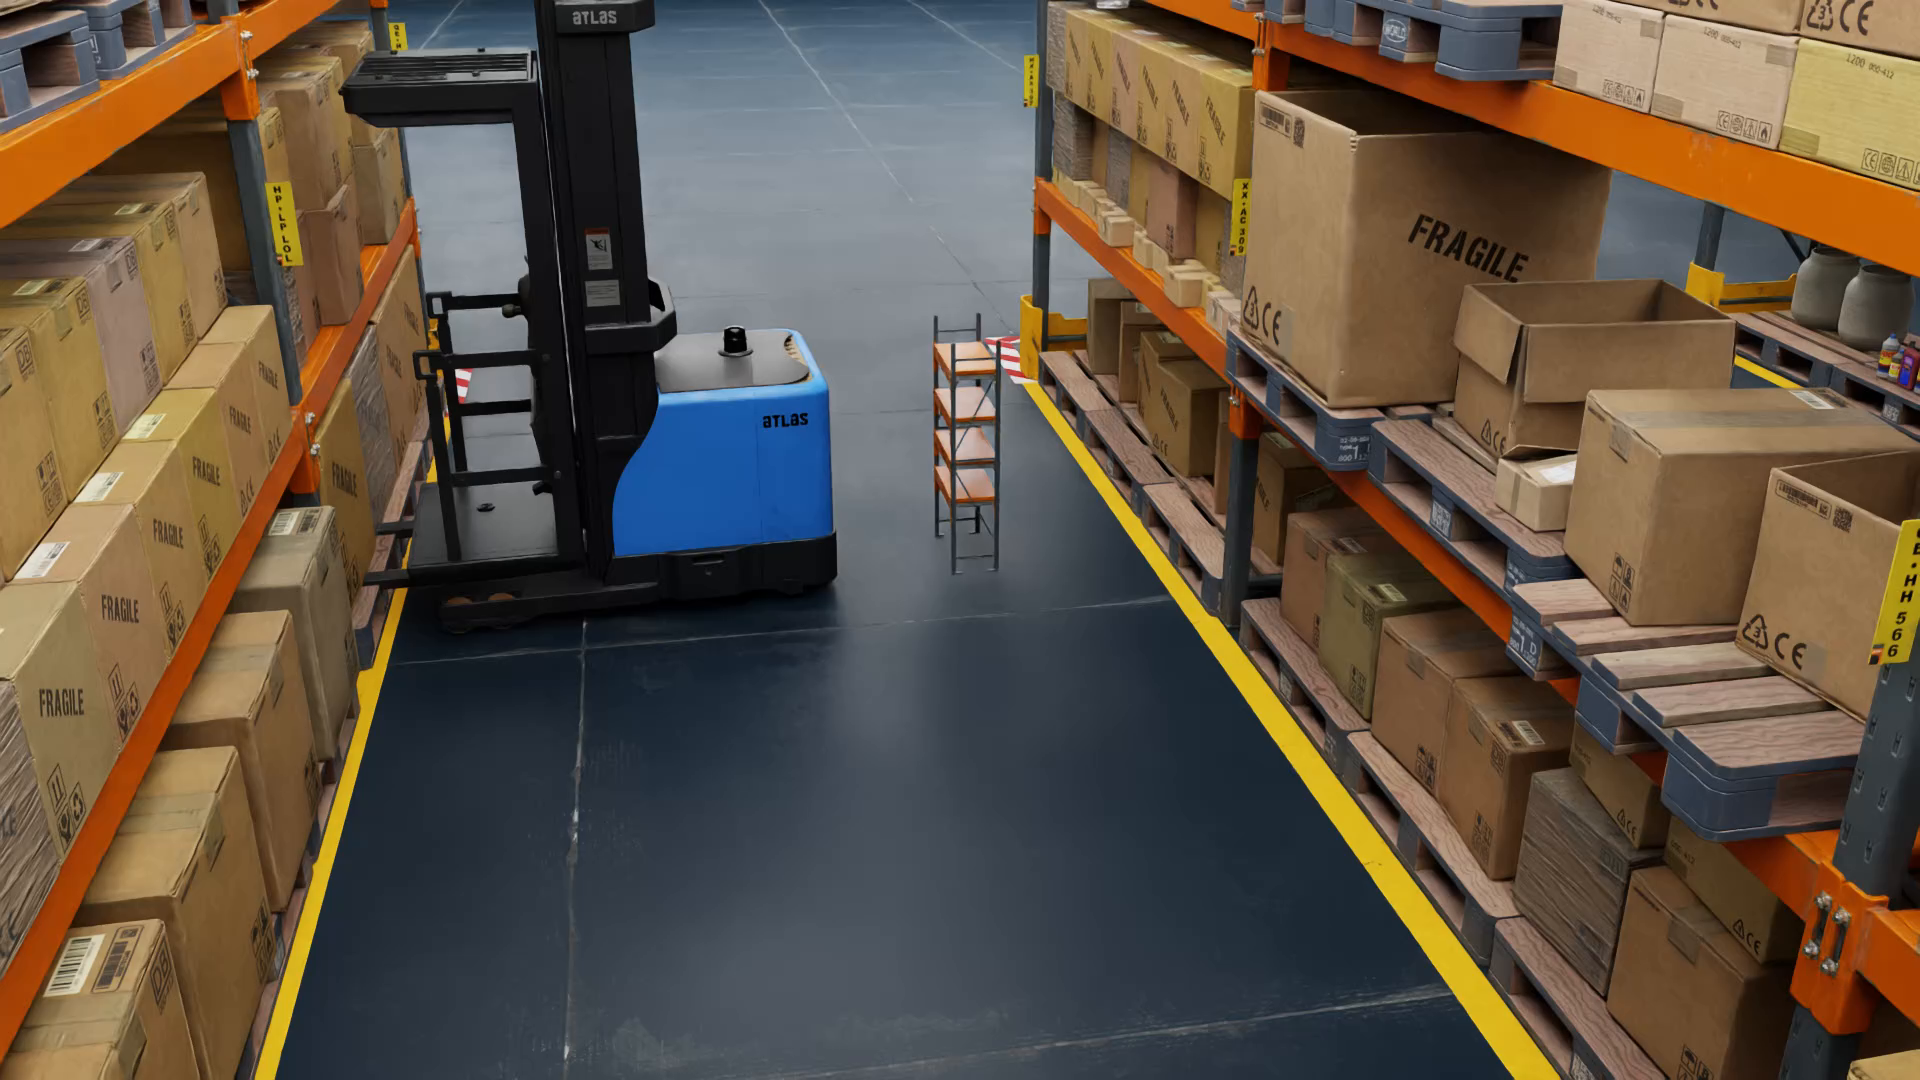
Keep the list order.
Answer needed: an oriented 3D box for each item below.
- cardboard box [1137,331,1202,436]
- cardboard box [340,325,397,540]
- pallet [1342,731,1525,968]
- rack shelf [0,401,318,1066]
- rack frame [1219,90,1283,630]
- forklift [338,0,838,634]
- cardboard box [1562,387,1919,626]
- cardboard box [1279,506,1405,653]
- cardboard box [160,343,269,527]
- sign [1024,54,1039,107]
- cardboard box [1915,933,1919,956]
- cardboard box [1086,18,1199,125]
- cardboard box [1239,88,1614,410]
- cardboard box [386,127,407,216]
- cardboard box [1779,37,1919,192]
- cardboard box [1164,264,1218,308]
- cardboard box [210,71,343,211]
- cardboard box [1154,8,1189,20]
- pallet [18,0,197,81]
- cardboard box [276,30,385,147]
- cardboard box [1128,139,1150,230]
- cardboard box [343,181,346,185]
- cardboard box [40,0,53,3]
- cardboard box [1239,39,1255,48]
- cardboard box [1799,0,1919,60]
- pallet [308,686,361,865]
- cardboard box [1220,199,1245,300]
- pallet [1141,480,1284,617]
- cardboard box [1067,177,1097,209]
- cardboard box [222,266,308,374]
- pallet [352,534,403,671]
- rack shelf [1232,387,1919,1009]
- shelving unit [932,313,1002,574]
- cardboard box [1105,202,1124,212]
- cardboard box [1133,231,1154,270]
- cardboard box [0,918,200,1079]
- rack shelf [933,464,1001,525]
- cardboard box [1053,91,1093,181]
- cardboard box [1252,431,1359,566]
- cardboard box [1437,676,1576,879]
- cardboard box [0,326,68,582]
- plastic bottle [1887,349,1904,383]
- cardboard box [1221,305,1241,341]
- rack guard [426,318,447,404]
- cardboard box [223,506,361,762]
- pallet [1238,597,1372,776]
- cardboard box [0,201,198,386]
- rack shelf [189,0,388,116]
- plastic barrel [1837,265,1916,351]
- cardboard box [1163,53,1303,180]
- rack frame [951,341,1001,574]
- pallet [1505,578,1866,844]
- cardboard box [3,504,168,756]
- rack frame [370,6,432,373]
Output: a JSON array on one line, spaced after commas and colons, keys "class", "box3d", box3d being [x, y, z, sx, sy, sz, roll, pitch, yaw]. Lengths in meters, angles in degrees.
[{"class": "cardboard box", "box3d": [1.333, -0.908, 9.681, 0.500, 0.500, 0.500, -2, 24, -5]}, {"class": "cardboard box", "box3d": [-3.378, -0.514, 8.308, 0.875, 0.875, 0.875, -4, 24, -9]}, {"class": "pallet", "box3d": [2.107, 1.050, 6.083, 1.003, 0.211, 1.213, -4, 24, -10]}, {"class": "rack shelf", "box3d": [-2.791, 0.428, 4.920, 1.077, 0.370, 4.000, -4, 24, -10]}, {"class": "rack frame", "box3d": [1.733, -1.015, 7.327, 1.000, 3.000, 0.127, -4, 24, -10]}, {"class": "forklift", "box3d": [-2.175, -1.140, 7.697, 3.031, 2.935, 1.130, -5, 24, -12]}, {"class": "cardboard box", "box3d": [2.132, -0.102, 4.586, 0.700, 0.500, 0.500, -1, 24, -2]}, {"class": "cardboard box", "box3d": [1.825, 0.172, 7.182, 0.700, 0.500, 0.500, -6, 24, -14]}, {"class": "cardboard box", "box3d": [-2.708, -0.350, 5.678, 0.500, 0.500, 0.500, -5, 24, -10]}, {"class": "sign", "box3d": [0.460, -2.945, 10.664, 0.100, 0.325, 0.005, -4, 24, -10]}, {"class": "cardboard box", "box3d": [2.295, 0.724, 3.221, 0.500, 0.500, 0.500, -4, 24, -8]}, {"class": "cardboard box", "box3d": [1.006, -2.599, 9.206, 0.500, 0.500, 0.500, -4, 24, -10]}, {"class": "cardboard box", "box3d": [1.742, -1.160, 6.383, 1.000, 1.000, 1.000, -4, 24, -9]}, {"class": "cardboard box", "box3d": [-3.787, -2.187, 9.823, 0.875, 0.550, 0.550, -4, 24, -10]}, {"class": "cardboard box", "box3d": [2.143, -0.917, 3.541, 0.500, 0.250, 0.500, -4, 24, -10]}, {"class": "cardboard box", "box3d": [1.224, -1.255, 8.189, 0.380, 0.149, 0.250, -4, 24, -10]}, {"class": "cardboard box", "box3d": [-3.376, -1.829, 7.655, 0.875, 0.550, 0.550, -4, 24, -10]}, {"class": "cardboard box", "box3d": [1.436, -2.835, 9.747, 0.500, 0.500, 0.500, -4, 24, -10]}, {"class": "pallet", "box3d": [-2.942, -1.618, 5.198, 0.805, 0.209, 1.217, -5, 24, -12]}, {"class": "cardboard box", "box3d": [-3.677, -2.467, 9.113, 0.875, 0.550, 0.550, -4, 24, -10]}, {"class": "cardboard box", "box3d": [1.409, -1.967, 9.010, 0.875, 0.500, 0.500, -4, 24, -10]}, {"class": "cardboard box", "box3d": [-3.545, -1.538, 8.336, 0.875, 0.550, 0.500, -4, 24, -10]}, {"class": "cardboard box", "box3d": [-2.620, -1.587, 4.349, 0.500, 0.311, 0.500, -5, 24, -12]}, {"class": "cardboard box", "box3d": [1.713, -2.245, 8.396, 0.500, 0.500, 0.500, -4, 24, -10]}, {"class": "cardboard box", "box3d": [2.138, -1.261, 3.391, 0.500, 0.500, 0.500, -4, 24, -8]}, {"class": "pallet", "box3d": [-2.944, 0.888, 6.453, 1.003, 0.211, 1.213, -4, 24, -10]}, {"class": "cardboard box", "box3d": [1.710, -1.379, 7.663, 0.875, 0.500, 0.500, -4, 24, -10]}, {"class": "pallet", "box3d": [1.574, 0.001, 8.484, 1.003, 0.211, 1.213, -4, 24, -10]}, {"class": "cardboard box", "box3d": [0.870, -2.145, 10.226, 0.380, 0.149, 0.250, -4, 24, -10]}, {"class": "cardboard box", "box3d": [-3.240, -0.901, 6.878, 0.875, 0.550, 0.550, -4, 24, -10]}, {"class": "pallet", "box3d": [-3.224, 0.285, 7.834, 1.003, 0.211, 1.213, -4, 24, -10]}, {"class": "rack shelf", "box3d": [2.103, 0.101, 5.670, 1.077, 0.370, 4.000, -4, 24, -10]}, {"class": "shelving unit", "box3d": [0.031, -0.485, 8.361, 0.258, 1.200, 0.503, -4, 24, -10]}, {"class": "cardboard box", "box3d": [1.049, -1.853, 9.558, 0.380, 0.149, 0.250, -4, 24, -10]}, {"class": "cardboard box", "box3d": [1.141, -1.554, 8.874, 0.380, 0.149, 0.250, -4, 24, -10]}, {"class": "cardboard box", "box3d": [-2.445, 1.478, 3.905, 1.050, 0.750, 0.750, -5, 24, -10]}, {"class": "rack shelf", "box3d": [0.031, -0.241, 8.467, 0.258, 0.148, 0.480, -4, 24, -10]}, {"class": "cardboard box", "box3d": [1.068, -2.552, 10.350, 0.875, 0.500, 0.500, -4, 24, -10]}, {"class": "cardboard box", "box3d": [1.698, -0.222, 8.110, 0.500, 0.500, 0.500, -5, 24, -11]}, {"class": "cardboard box", "box3d": [2.102, 0.800, 5.743, 0.700, 0.500, 0.500, -2, 24, -5]}, {"class": "cardboard box", "box3d": [-2.686, -0.196, 4.078, 0.700, 0.500, 0.500, -5, 24, -11]}, {"class": "plastic bottle", "box3d": [5.909, -1.097, 10.462, 0.097, 0.201, 0.097, 0, 24, 0]}, {"class": "cardboard box", "box3d": [1.404, -0.963, 7.521, 0.380, 0.149, 0.250, -4, 24, -10]}, {"class": "rack guard", "box3d": [-3.905, -1.125, 10.702, 1.175, 0.500, 0.348, -4, 24, -10]}, {"class": "cardboard box", "box3d": [-2.957, 0.388, 6.400, 1.050, 0.750, 0.750, -4, 24, -10]}, {"class": "pallet", "box3d": [1.878, 0.569, 7.184, 1.003, 0.211, 1.213, -4, 24, -10]}, {"class": "cardboard box", "box3d": [-2.966, -0.795, 5.448, 0.700, 0.500, 0.500, -5, 24, -11]}, {"class": "rack shelf", "box3d": [-3.530, -2.520, 7.922, 1.077, 0.370, 4.000, -4, 24, -10]}, {"class": "plastic barrel", "box3d": [6.150, -1.557, 11.151, 0.421, 0.512, 0.421, 0, 24, 0]}, {"class": "cardboard box", "box3d": [1.285, -2.009, 7.856, 0.500, 0.500, 0.500, -4, 24, -10]}, {"class": "rack frame", "box3d": [0.076, -0.389, 8.141, 0.240, 1.200, 0.015, -4, 24, -10]}, {"class": "pallet", "box3d": [2.236, 0.374, 4.387, 1.213, 0.211, 1.003, -4, 24, -10]}, {"class": "cardboard box", "box3d": [-2.428, 0.245, 4.317, 0.500, 0.500, 0.500, -4, 24, -10]}, {"class": "rack frame", "box3d": [-3.900, -2.261, 10.180, 1.000, 3.000, 0.127, -4, 24, -10]}]
